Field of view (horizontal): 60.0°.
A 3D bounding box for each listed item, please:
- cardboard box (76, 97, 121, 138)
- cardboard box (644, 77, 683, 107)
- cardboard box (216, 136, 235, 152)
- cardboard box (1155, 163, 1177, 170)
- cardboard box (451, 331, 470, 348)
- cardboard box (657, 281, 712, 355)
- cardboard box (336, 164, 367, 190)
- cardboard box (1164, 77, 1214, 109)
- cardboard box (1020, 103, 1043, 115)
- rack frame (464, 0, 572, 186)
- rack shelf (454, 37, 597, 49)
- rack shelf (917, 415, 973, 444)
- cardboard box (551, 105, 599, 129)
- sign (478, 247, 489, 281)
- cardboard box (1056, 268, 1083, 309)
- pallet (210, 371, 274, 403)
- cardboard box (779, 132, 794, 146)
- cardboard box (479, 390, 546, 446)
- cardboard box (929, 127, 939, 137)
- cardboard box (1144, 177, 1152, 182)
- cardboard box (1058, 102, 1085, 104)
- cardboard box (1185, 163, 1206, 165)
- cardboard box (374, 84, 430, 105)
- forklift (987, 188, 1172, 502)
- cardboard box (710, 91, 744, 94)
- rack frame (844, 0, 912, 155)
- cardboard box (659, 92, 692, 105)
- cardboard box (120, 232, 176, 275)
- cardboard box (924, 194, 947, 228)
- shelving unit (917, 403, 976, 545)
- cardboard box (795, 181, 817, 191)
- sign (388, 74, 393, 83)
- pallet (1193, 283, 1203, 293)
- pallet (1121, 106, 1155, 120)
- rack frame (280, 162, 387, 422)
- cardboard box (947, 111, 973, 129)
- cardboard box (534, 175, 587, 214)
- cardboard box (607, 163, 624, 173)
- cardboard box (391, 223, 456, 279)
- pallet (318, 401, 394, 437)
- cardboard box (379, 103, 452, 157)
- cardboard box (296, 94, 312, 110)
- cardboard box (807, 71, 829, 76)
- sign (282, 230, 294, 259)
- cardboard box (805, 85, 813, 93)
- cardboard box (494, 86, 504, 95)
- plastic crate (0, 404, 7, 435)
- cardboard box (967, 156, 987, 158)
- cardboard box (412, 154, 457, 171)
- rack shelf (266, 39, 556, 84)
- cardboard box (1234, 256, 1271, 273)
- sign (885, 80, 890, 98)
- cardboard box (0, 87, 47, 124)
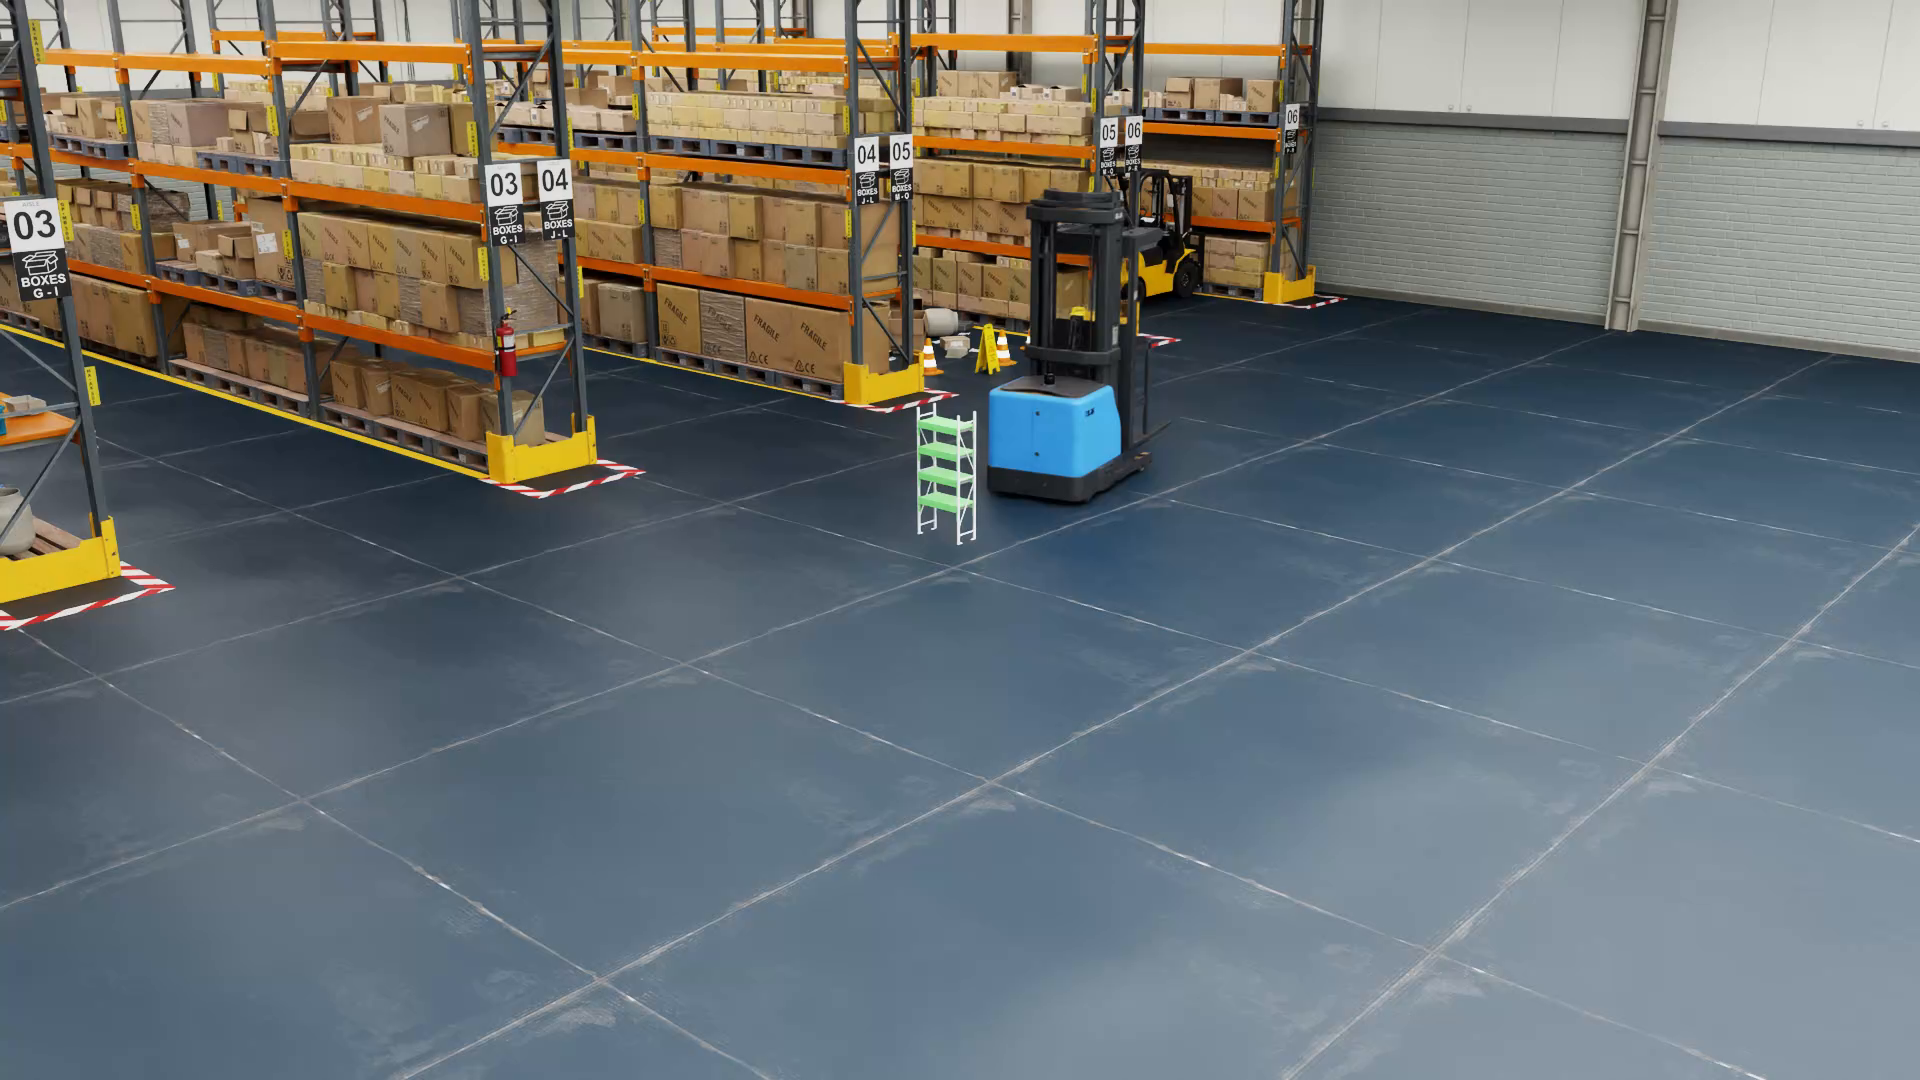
[{"bbox_3d":[-11.524,-5.693,22.412,0.500,0.500,0.500,17,24,42],"label":"cardboard box"},{"bbox_3d":[-5.249,-7.964,29.567,0.500,0.500,0.500,15,23,40],"label":"cardboard box"},{"bbox_3d":[-8.793,-4.825,20.229,0.250,0.166,0.380,14,22,38],"label":"cardboard box"},{"bbox_3d":[3.603,-6.446,28.872,0.250,0.149,0.380,15,23,39],"label":"cardboard box"},{"bbox_3d":[-5.091,-2.129,17.416,0.250,0.149,0.380,15,23,39],"label":"cardboard box"},{"bbox_3d":[-3.533,-3.100,22.878,0.875,0.875,0.875,15,23,40],"label":"cardboard box"},{"bbox_3d":[-6.395,-3.956,18.044,0.500,0.250,0.500,14,22,37],"label":"cardboard box"},{"bbox_3d":[3.932,-7.631,28.346,0.637,0.503,0.797,16,24,41],"label":"cardboard box"},{"bbox_3d":[1.092,-6.304,24.293,0.250,0.149,0.380,15,23,39],"label":"cardboard box"},{"bbox_3d":[-4.333,-5.009,16.157,0.127,3.000,1.000,15,23,39],"label":"rack frame"},{"bbox_3d":[-8.226,-9.529,32.249,4.000,0.370,1.077,15,23,39],"label":"rack shelf"},{"bbox_3d":[-0.124,-1.002,15.047,0.480,0.148,0.258,15,23,39],"label":"rack shelf"},{"bbox_3d":[-5.414,-5.992,23.501,0.500,0.311,0.500,14,22,37],"label":"cardboard box"},{"bbox_3d":[-4.716,-2.731,16.459,0.005,0.325,0.100,15,23,39],"label":"sign"},{"bbox_3d":[1.473,-3.741,24.690,0.500,0.500,0.500,15,23,40],"label":"cardboard box"},{"bbox_3d":[-8.825,-2.025,21.281,1.213,0.211,1.003,15,23,39],"label":"pallet"},{"bbox_3d":[-2.008,-4.953,20.494,0.250,0.149,0.380,15,23,40],"label":"cardboard box"},{"bbox_3d":[-4.789,-1.288,17.787,0.500,0.500,0.500,-13,22,-36],"label":"cardboard box"},{"bbox_3d":[-0.259,-6.297,25.589,0.250,0.149,0.380,15,23,39],"label":"cardboard box"},{"bbox_3d":[3.348,-6.335,29.015,0.250,0.149,0.380,15,23,39],"label":"cardboard box"},{"bbox_3d":[1.631,-6.378,24.526,0.250,0.149,0.380,15,23,39],"label":"cardboard box"},{"bbox_3d":[4.090,-6.499,29.041,0.250,0.149,0.380,16,24,41],"label":"cardboard box"},{"bbox_3d":[-8.872,-7.000,26.525,0.637,0.503,0.797,15,23,39],"label":"cardboard box"},{"bbox_3d":[1.397,-2.170,17.244,1.130,2.935,3.031,9,20,26],"label":"forklift"},{"bbox_3d":[-3.095,-5.890,22.129,0.250,0.149,0.380,15,23,39],"label":"cardboard box"},{"bbox_3d":[-0.965,-6.111,19.630,0.127,3.000,1.000,15,23,39],"label":"rack frame"},{"bbox_3d":[-3.718,-5.792,21.819,0.250,0.149,0.380,15,23,39],"label":"cardboard box"},{"bbox_3d":[-10.850,-3.847,22.247,0.500,0.500,0.500,16,24,41],"label":"cardboard box"},{"bbox_3d":[-0.212,-5.137,25.822,0.500,0.500,0.500,15,23,39],"label":"cardboard box"},{"bbox_3d":[-0.124,-0.605,15.173,0.503,1.200,0.258,15,23,39],"label":"shelving unit"},{"bbox_3d":[-2.391,-5.935,27.640,0.500,0.500,0.500,14,22,37],"label":"cardboard box"},{"bbox_3d":[-9.575,-7.651,27.935,0.005,0.325,0.100,15,23,39],"label":"sign"},{"bbox_3d":[4.029,-4.576,29.318,1.213,0.211,1.003,15,23,39],"label":"pallet"},{"bbox_3d":[3.200,-7.541,29.240,1.213,0.211,1.003,15,23,39],"label":"pallet"},{"bbox_3d":[-7.325,-2.953,19.596,0.127,3.000,1.000,15,23,39],"label":"rack frame"},{"bbox_3d":[0.159,-6.340,25.065,0.500,0.250,0.500,15,23,40],"label":"cardboard box"},{"bbox_3d":[-5.855,-5.086,24.499,0.500,0.500,0.700,15,23,38],"label":"cardboard box"},{"bbox_3d":[-6.193,-7.076,30.770,0.500,0.500,0.500,15,23,39],"label":"cardboard box"},{"bbox_3d":[-5.658,-3.070,17.656,0.500,0.500,0.500,15,23,39],"label":"cardboard box"},{"bbox_3d":[-6.799,-1.497,19.618,1.213,0.211,1.003,15,23,39],"label":"pallet"},{"bbox_3d":[-5.660,-4.261,17.276,0.500,0.500,0.500,15,23,39],"label":"cardboard box"},{"bbox_3d":[-10.836,-7.400,28.071,0.500,0.250,0.500,14,22,37],"label":"cardboard box"},{"bbox_3d":[-2.944,-9.731,34.372,0.258,0.266,0.396,15,23,39],"label":"cardboard box"},{"bbox_3d":[-7.690,-3.378,19.023,0.005,0.325,0.100,15,23,39],"label":"sign"},{"bbox_3d":[-2.921,-9.174,33.796,0.250,0.149,0.380,15,23,40],"label":"cardboard box"},{"bbox_3d":[-9.061,-8.892,32.906,0.250,0.149,0.380,16,24,41],"label":"cardboard box"},{"bbox_3d":[-8.194,-0.991,13.660,0.616,0.251,0.499,15,23,39],"label":"plastic crate"},{"bbox_3d":[0.354,-7.366,32.264,0.250,0.149,0.380,15,23,39],"label":"cardboard box"},{"bbox_3d":[-5.448,-3.915,17.257,0.250,0.149,0.380,15,23,40],"label":"cardboard box"},{"bbox_3d":[-5.829,-5.066,17.532,4.000,0.370,1.077,15,23,39],"label":"rack shelf"},{"bbox_3d":[4.965,-4.670,28.033,0.500,0.250,0.500,15,23,39],"label":"cardboard box"},{"bbox_3d":[-1.112,-6.933,25.671,0.005,0.325,0.100,15,23,39],"label":"sign"},{"bbox_3d":[-13.933,-6.428,24.562,0.500,0.500,0.700,13,22,36],"label":"cardboard box"}]
